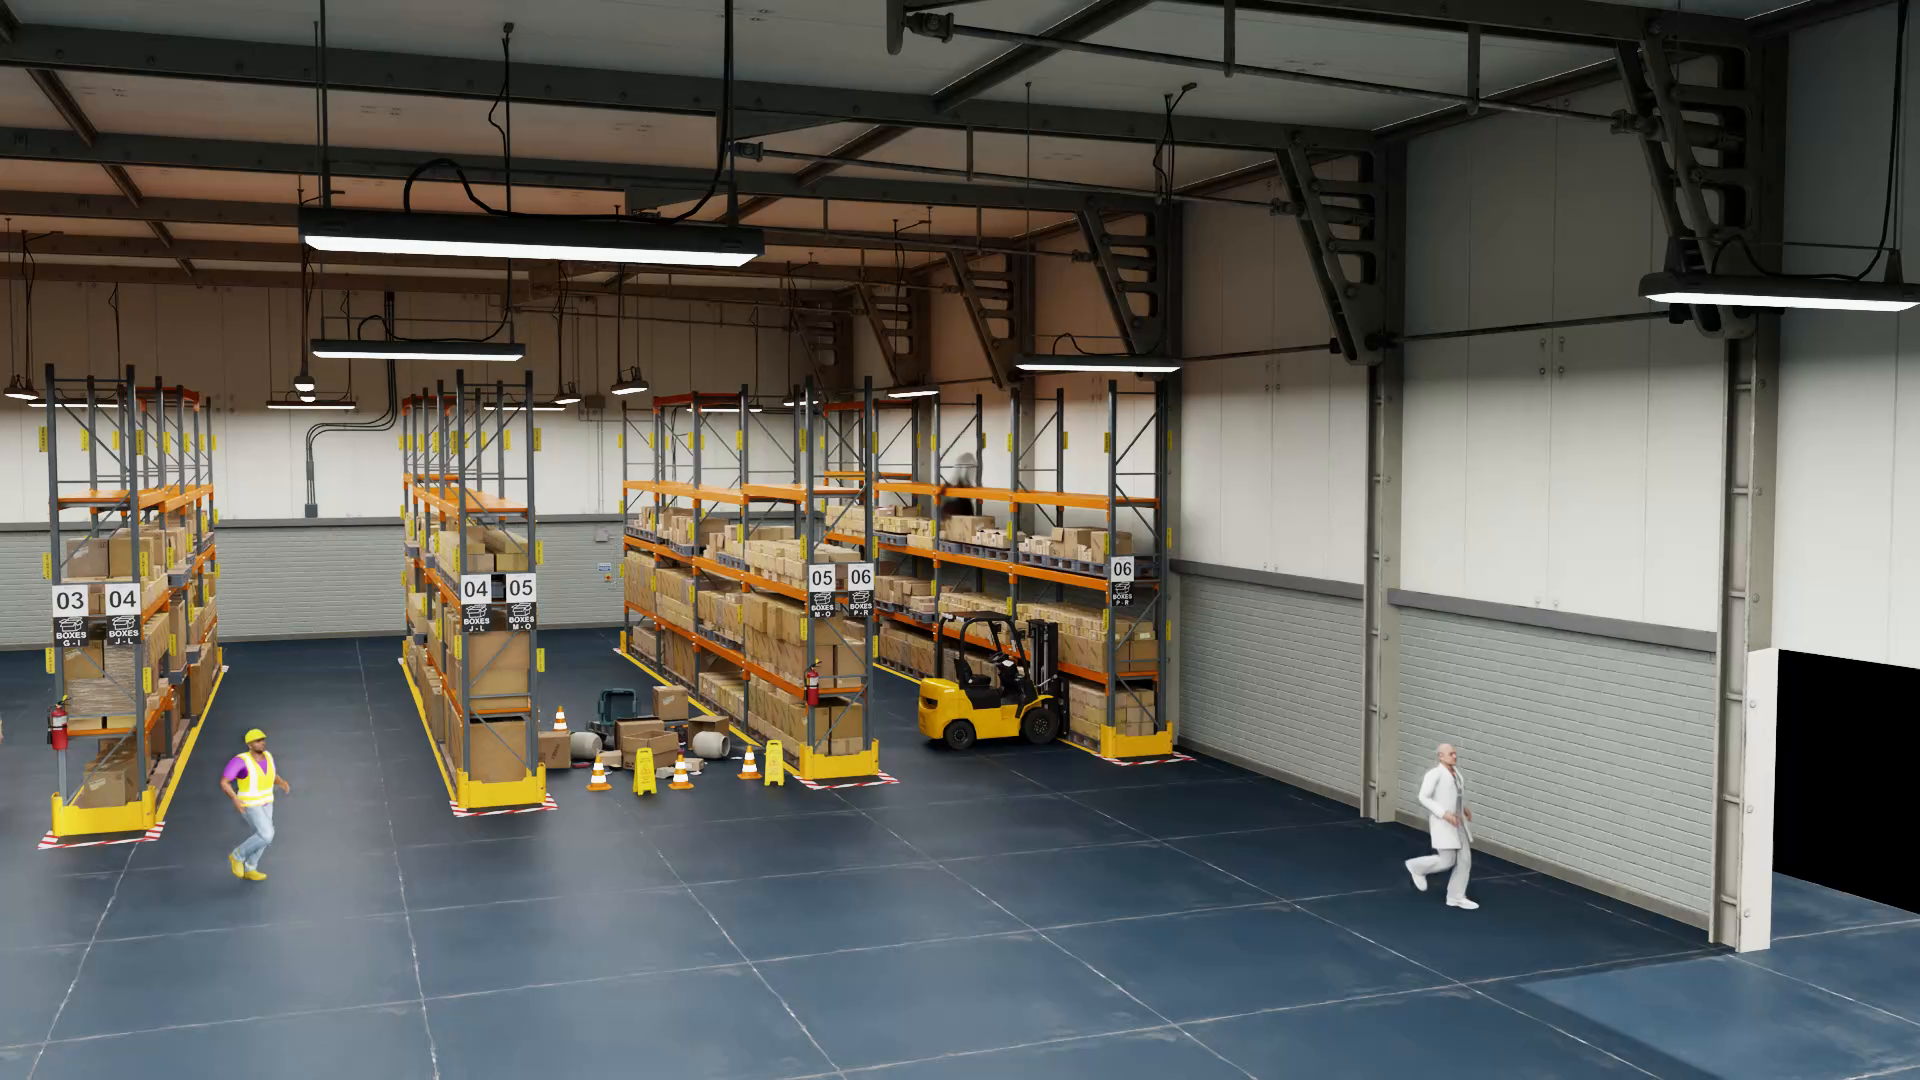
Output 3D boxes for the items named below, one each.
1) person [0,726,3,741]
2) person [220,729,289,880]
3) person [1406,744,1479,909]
[{"bbox_3d":[-12.779,2.889,21.683,0.563,1.719,0.742,-1,4,-21],"label":"person"},{"bbox_3d":[-8.014,3.023,19.035,0.594,1.729,0.681,1,4,19],"label":"person"},{"bbox_3d":[5.252,3.070,17.995,0.726,1.745,0.865,-3,4,-39],"label":"person"}]
